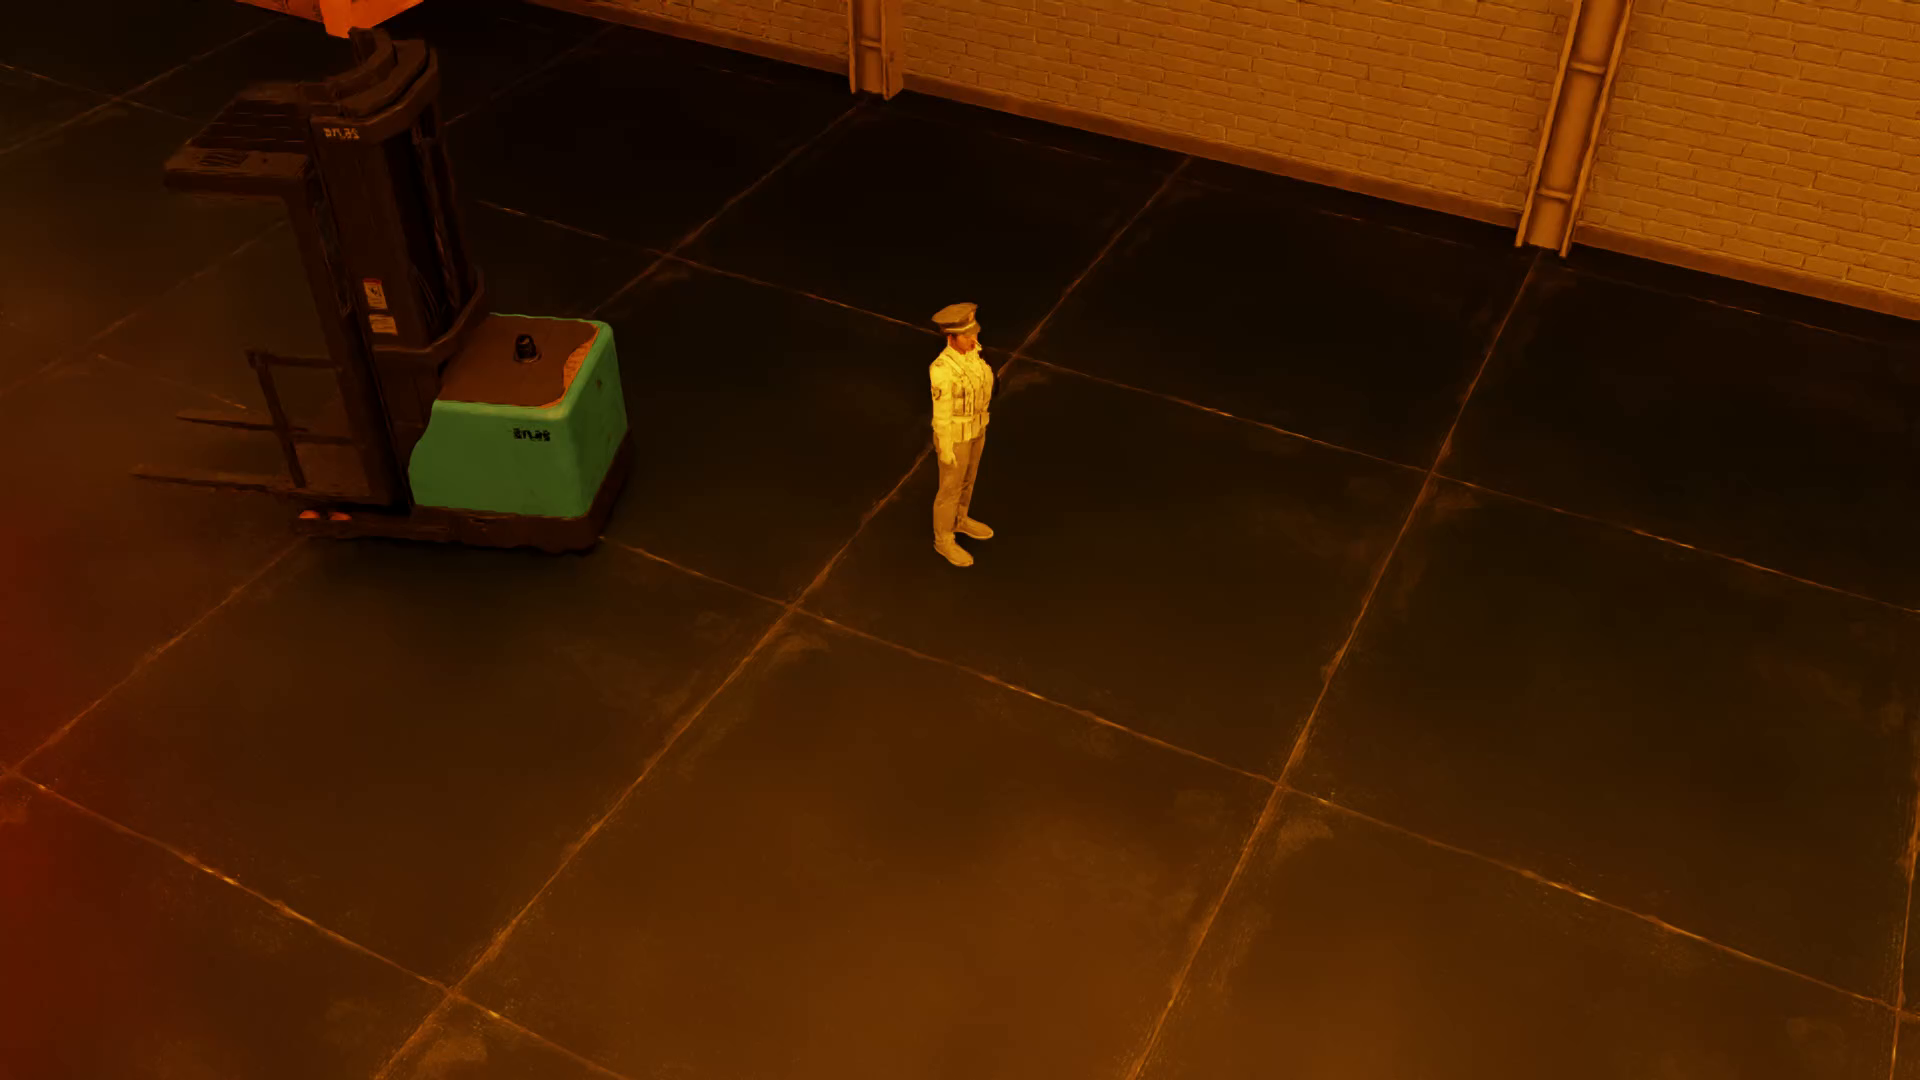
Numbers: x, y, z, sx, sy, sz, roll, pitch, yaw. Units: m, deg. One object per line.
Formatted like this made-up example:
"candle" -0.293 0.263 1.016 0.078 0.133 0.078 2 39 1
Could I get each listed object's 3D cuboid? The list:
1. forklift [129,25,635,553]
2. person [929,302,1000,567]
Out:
"forklift" -3.667 -1.459 9.719 3.031 2.935 1.130 5 40 6
"person" 0.014 -0.641 9.714 0.337 1.692 0.463 18 43 21
